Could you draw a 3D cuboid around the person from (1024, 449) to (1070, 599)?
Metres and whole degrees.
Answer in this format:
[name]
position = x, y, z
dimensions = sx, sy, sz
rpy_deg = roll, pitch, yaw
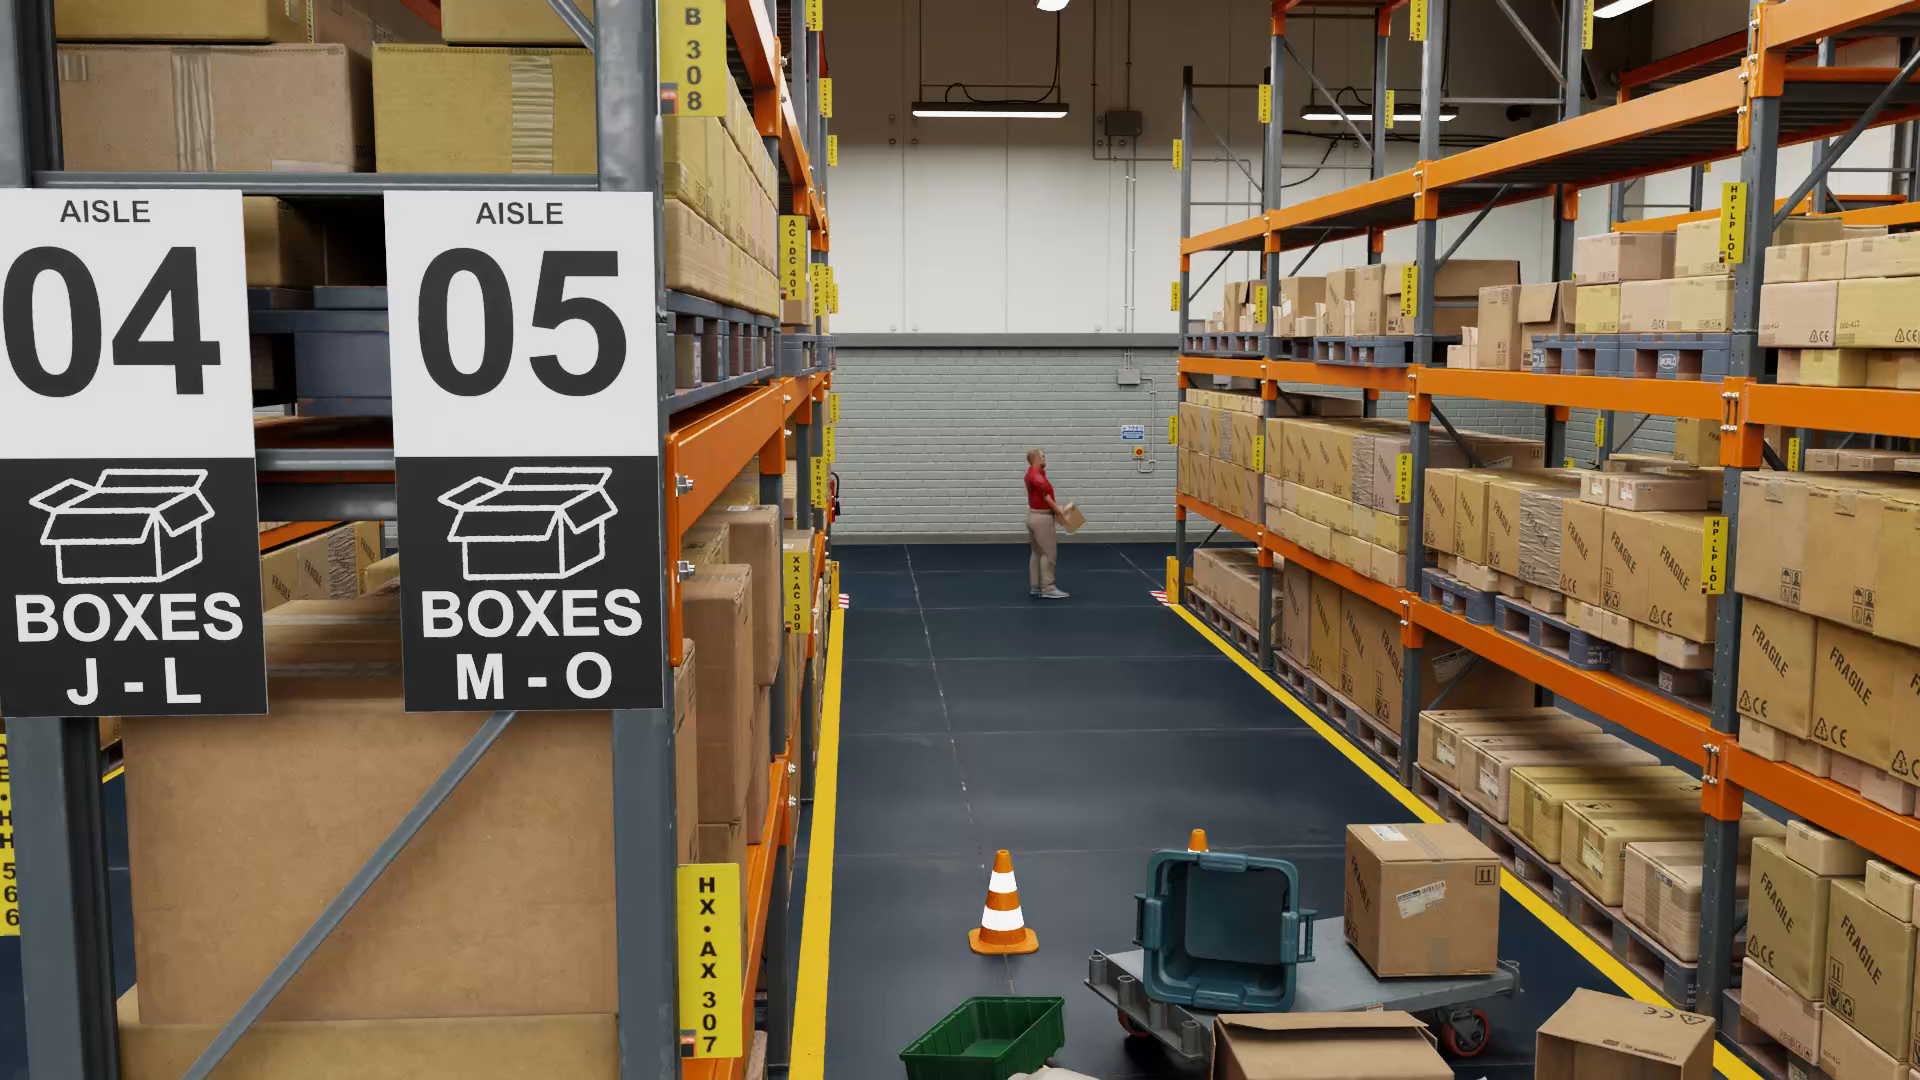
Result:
[person]
position = 1.021, -0.201, 19.484
dimensions = 0.507, 1.729, 0.552
rpy_deg = -1, 7, -12
